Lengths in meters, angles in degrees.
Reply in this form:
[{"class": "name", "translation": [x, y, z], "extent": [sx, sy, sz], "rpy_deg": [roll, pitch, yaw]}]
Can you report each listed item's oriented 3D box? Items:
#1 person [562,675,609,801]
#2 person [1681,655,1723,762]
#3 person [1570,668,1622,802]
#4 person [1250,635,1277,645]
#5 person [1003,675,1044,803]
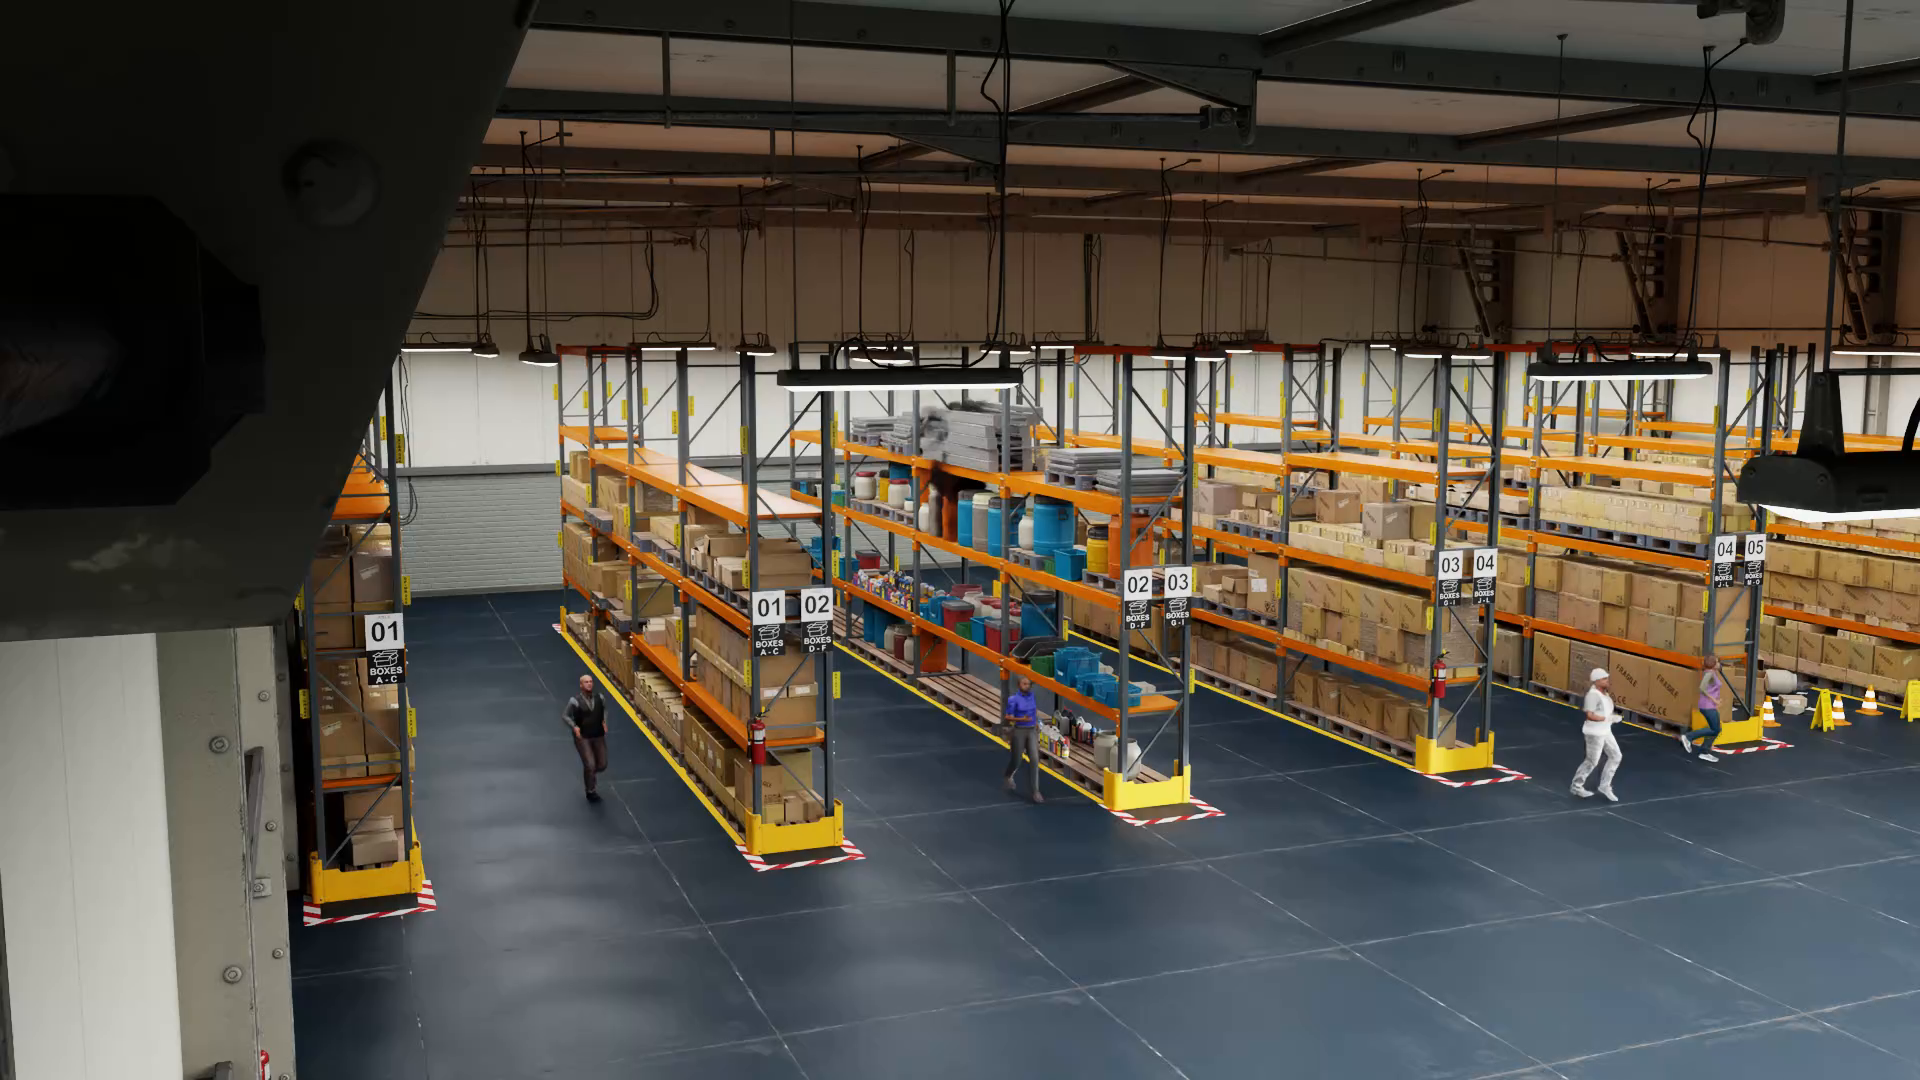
[{"class": "person", "translation": [-5.035, 2.653, 22.482], "extent": [0.661, 1.675, 0.647], "rpy_deg": [-5, 9, -34]}, {"class": "person", "translation": [10.975, 2.464, 24.535], "extent": [0.544, 1.560, 0.563], "rpy_deg": [4, 8, 28]}, {"class": "person", "translation": [8.568, 2.622, 22.307], "extent": [0.652, 1.823, 0.720], "rpy_deg": [5, 9, 35]}, {"class": "person", "translation": [6.204, 1.207, 33.767], "extent": [0.621, 1.729, 0.919], "rpy_deg": [-3, 8, -21]}, {"class": "person", "translation": [0.863, 2.640, 22.455], "extent": [0.582, 1.653, 0.898], "rpy_deg": [-3, 8, -24]}]
